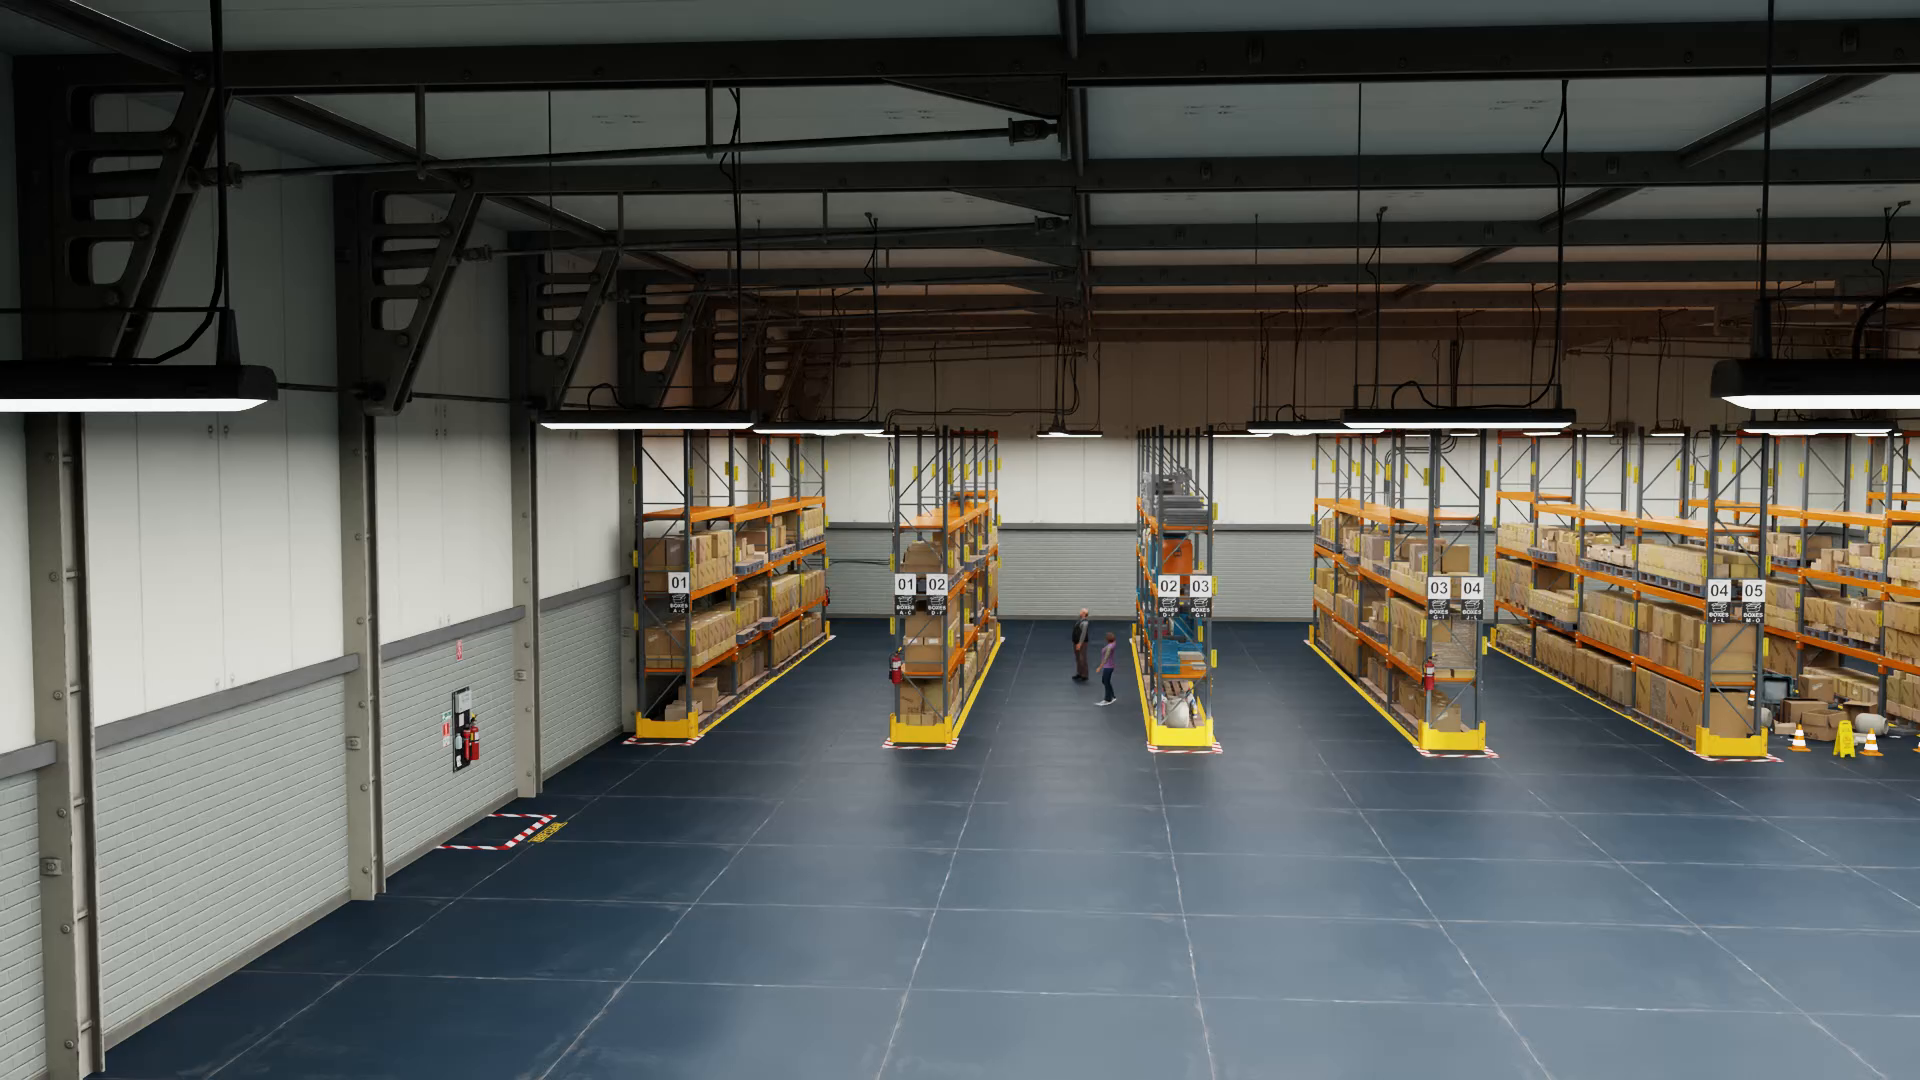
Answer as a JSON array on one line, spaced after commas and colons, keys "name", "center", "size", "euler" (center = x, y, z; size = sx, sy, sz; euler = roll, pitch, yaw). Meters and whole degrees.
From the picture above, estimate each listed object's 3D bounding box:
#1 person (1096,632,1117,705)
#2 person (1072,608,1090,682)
[{"name": "person", "center": [3.166, 2.781, 35.923], "size": [0.421, 1.619, 0.509], "euler": [1, 3, 10]}, {"name": "person", "center": [2.883, 2.498, 39.687], "size": [0.439, 1.740, 0.562], "euler": [-2, 4, -25]}]
